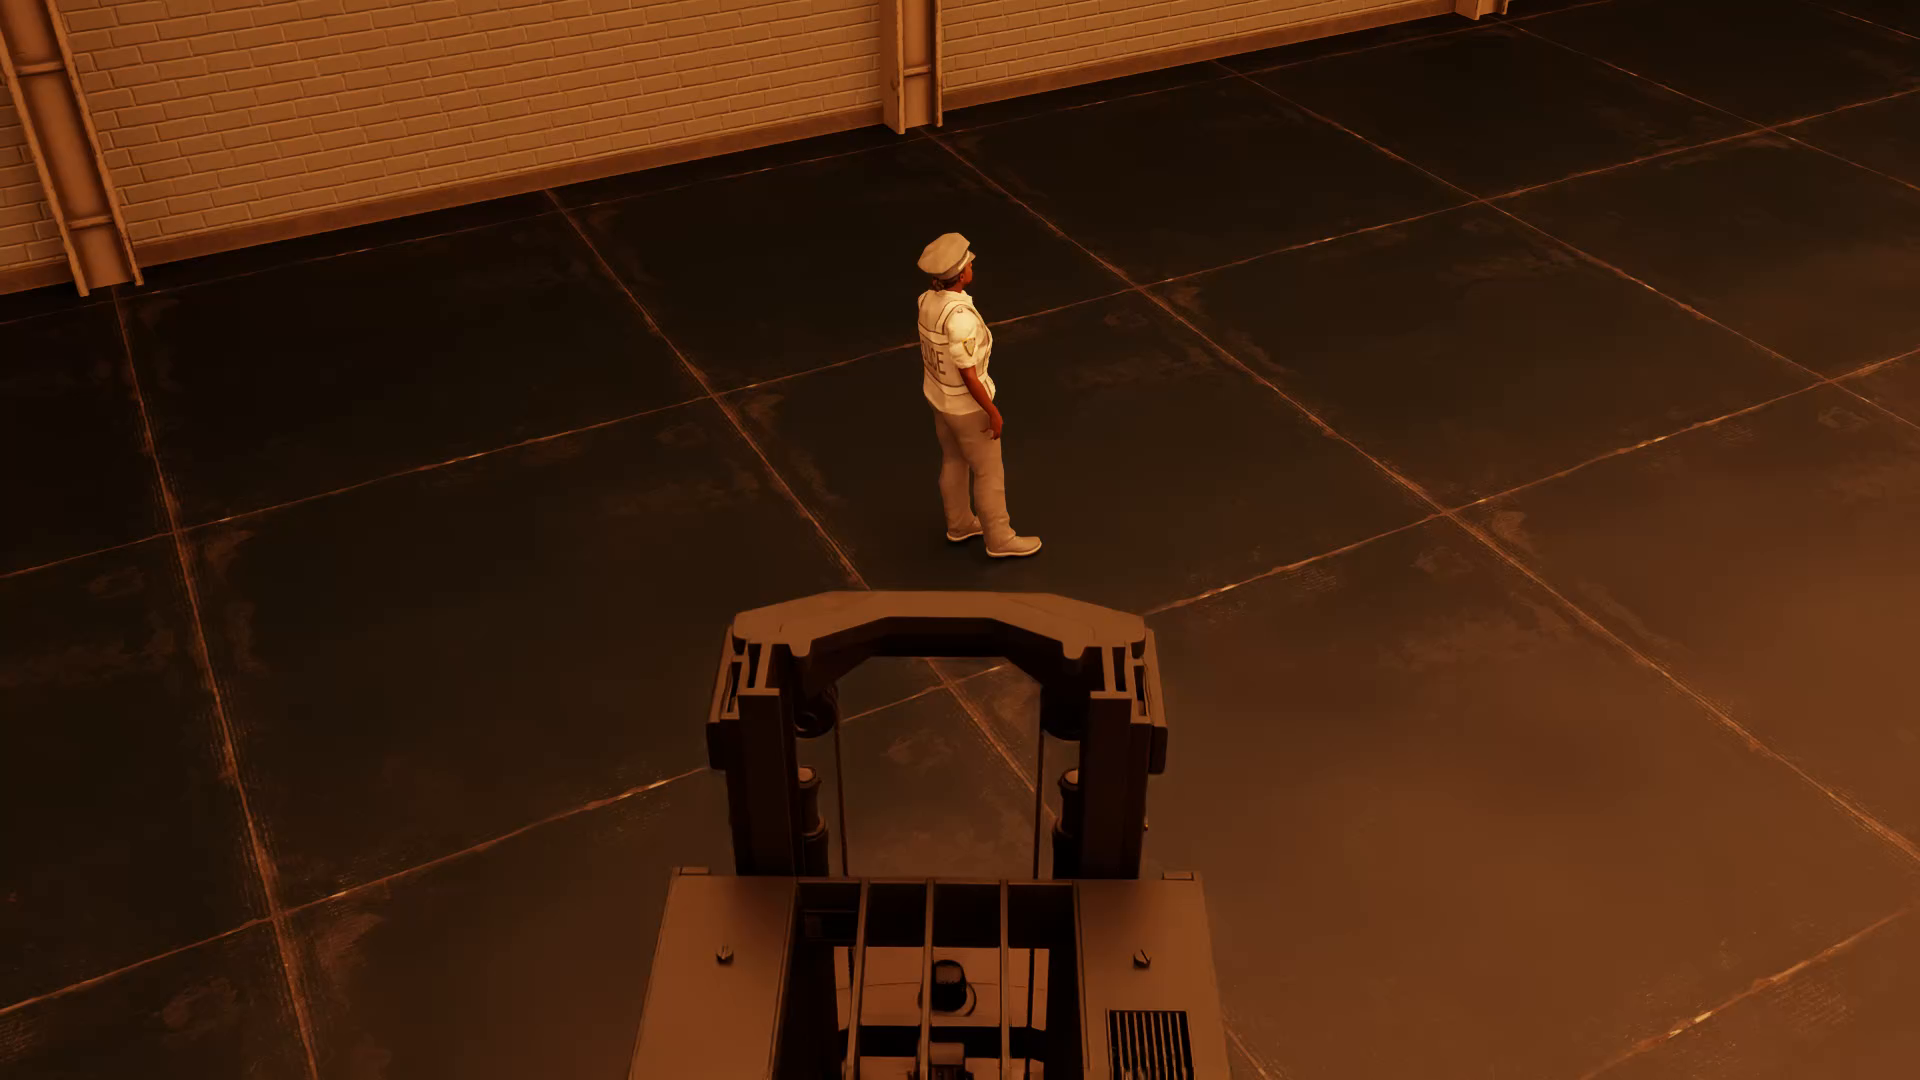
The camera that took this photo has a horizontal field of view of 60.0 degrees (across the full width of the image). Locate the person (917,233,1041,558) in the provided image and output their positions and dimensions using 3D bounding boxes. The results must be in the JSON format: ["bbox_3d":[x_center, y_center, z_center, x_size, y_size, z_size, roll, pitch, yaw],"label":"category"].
[{"bbox_3d":[0.075,-0.708,8.183,0.530,1.695,0.569,-17,39,-23],"label":"person"}]

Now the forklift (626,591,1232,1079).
[{"bbox_3d":[-0.053,1.687,3.737,1.130,2.935,3.031,0,35,1],"label":"forklift"}]
